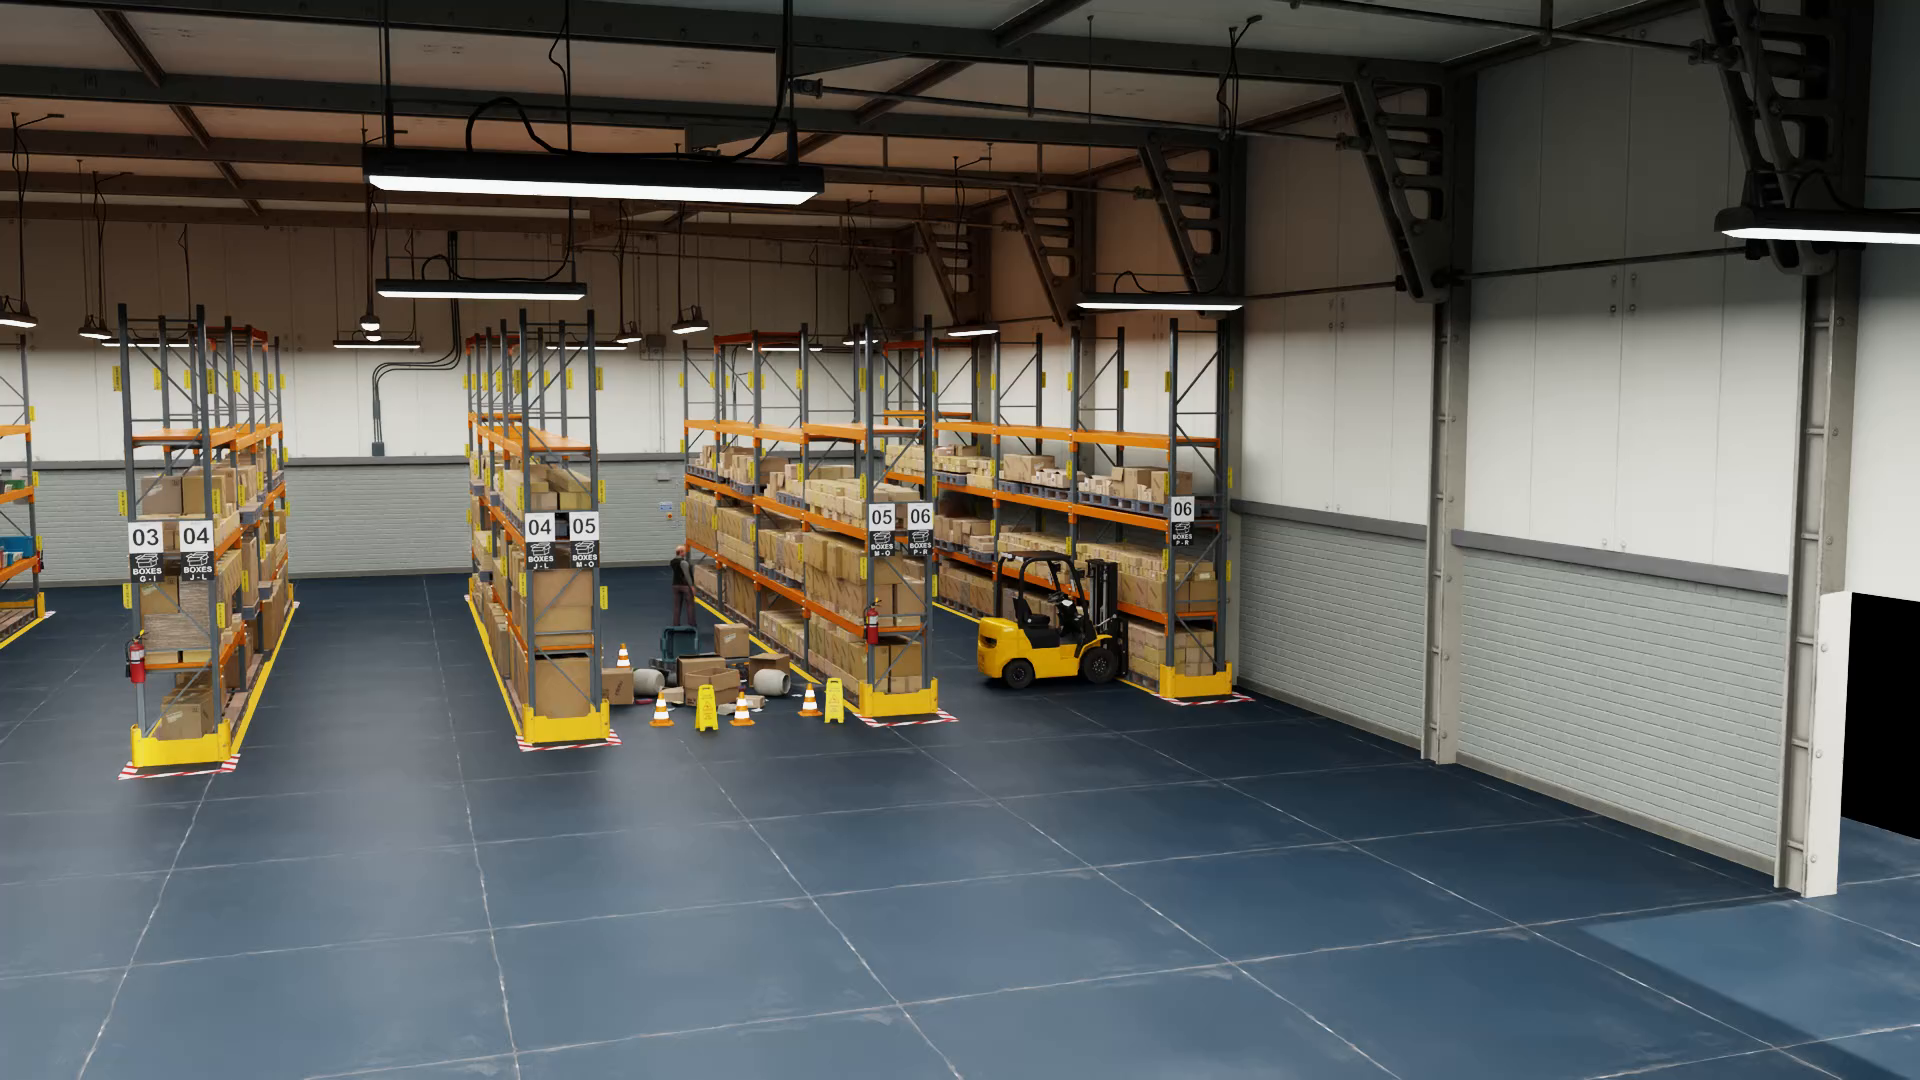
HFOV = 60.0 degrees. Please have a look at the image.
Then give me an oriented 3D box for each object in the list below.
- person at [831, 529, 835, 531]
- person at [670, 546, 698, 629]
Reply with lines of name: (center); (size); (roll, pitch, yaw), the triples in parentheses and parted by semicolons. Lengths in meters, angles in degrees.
person: (-3.068, 0.215, 41.876); (0.451, 1.699, 0.736); (4, 7, 38)
person: (-5.577, 0.971, 33.543); (0.605, 1.718, 0.455); (2, 6, 24)
